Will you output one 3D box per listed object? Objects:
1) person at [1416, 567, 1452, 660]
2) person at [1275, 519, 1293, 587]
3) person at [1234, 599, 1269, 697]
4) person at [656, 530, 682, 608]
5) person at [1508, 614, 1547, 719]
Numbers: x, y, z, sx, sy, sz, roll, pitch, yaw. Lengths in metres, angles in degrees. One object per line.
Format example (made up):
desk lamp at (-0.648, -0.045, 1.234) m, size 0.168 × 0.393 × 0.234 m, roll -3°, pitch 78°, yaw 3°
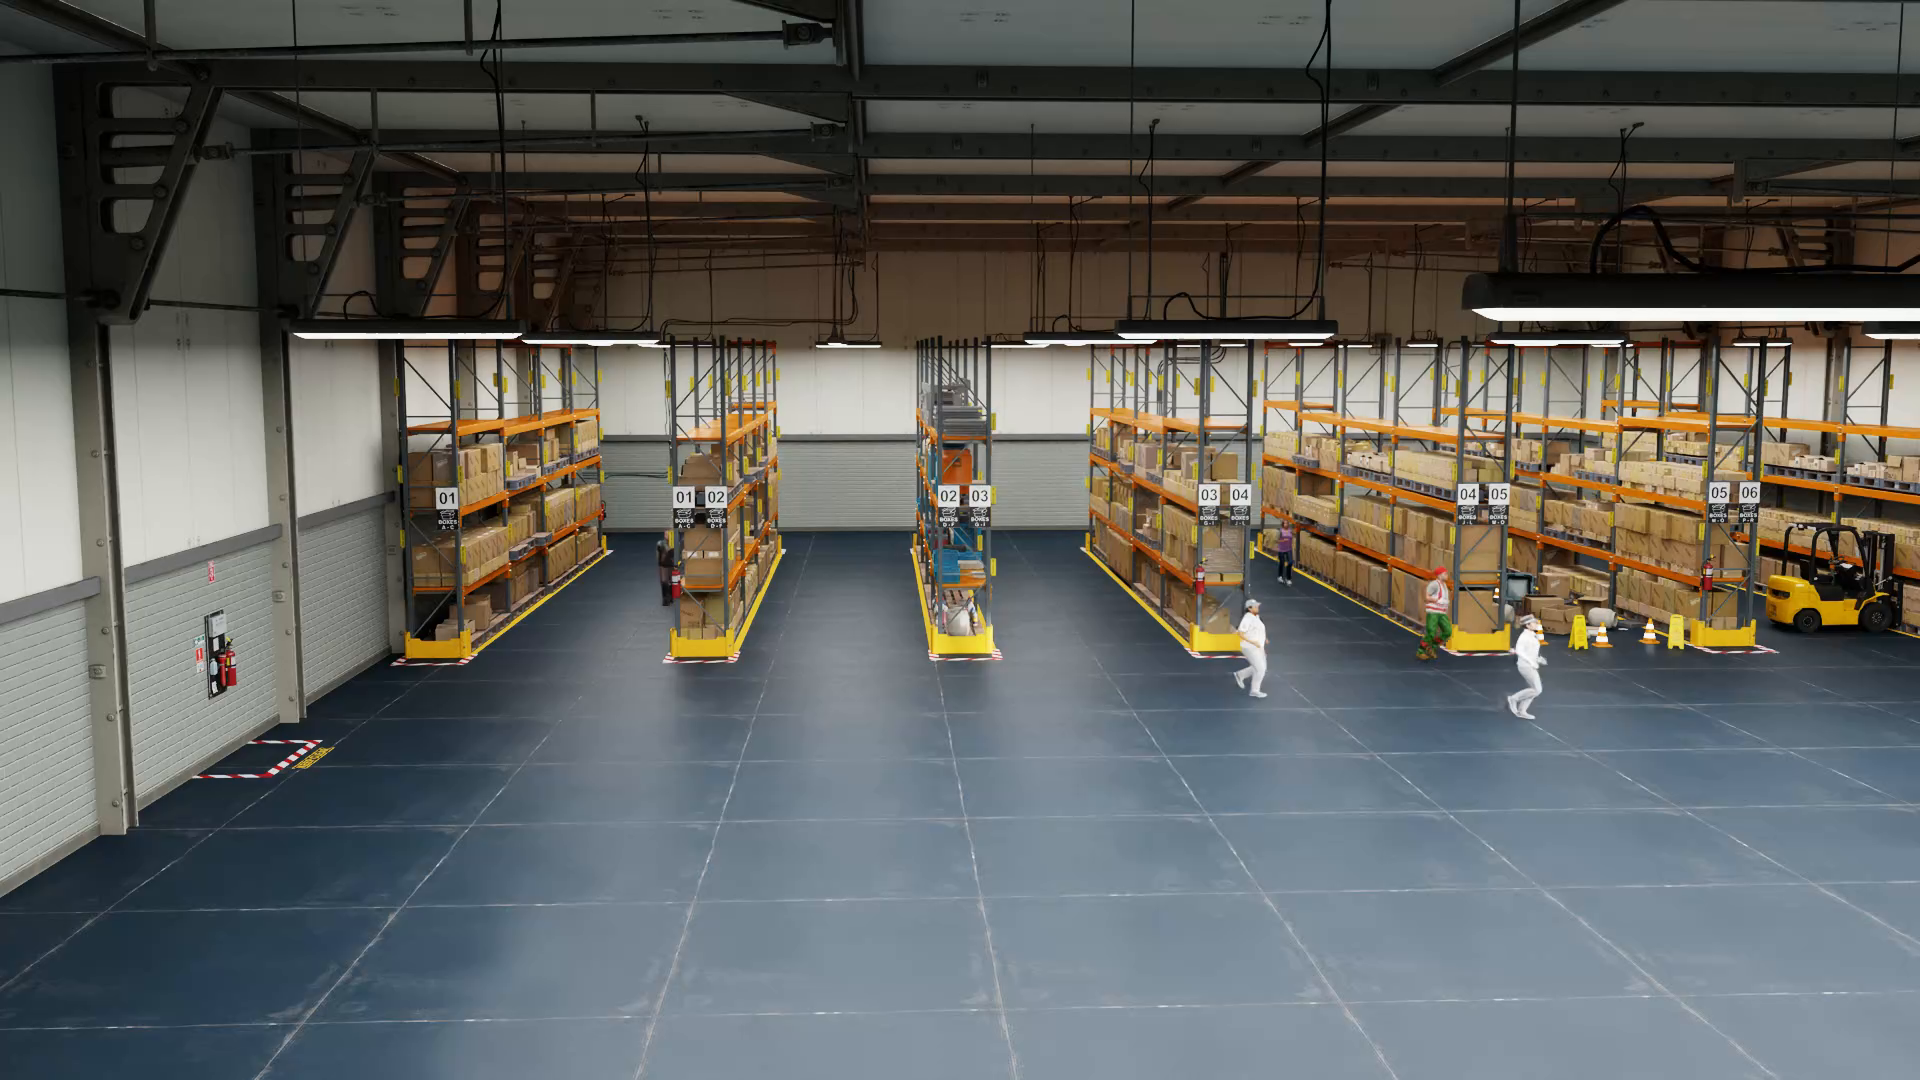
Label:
person at (8.901, 1.360, 30.859) m, size 0.662 × 1.736 × 0.618 m, roll -5°, pitch 8°, yaw -36°
person at (7.955, 0.301, 40.733) m, size 0.522 × 1.639 × 0.700 m, roll -1°, pitch 7°, yaw -6°
person at (4.824, 1.785, 27.642) m, size 0.629 × 1.618 × 0.609 m, roll 4°, pitch 8°, yaw 30°
person at (-6.546, 0.641, 37.404) m, size 0.574 × 1.760 × 0.847 m, roll -1°, pitch 7°, yaw -12°
person at (8.847, 1.964, 25.908) m, size 0.540 × 1.652 × 0.599 m, roll 3°, pitch 7°, yaw 26°
